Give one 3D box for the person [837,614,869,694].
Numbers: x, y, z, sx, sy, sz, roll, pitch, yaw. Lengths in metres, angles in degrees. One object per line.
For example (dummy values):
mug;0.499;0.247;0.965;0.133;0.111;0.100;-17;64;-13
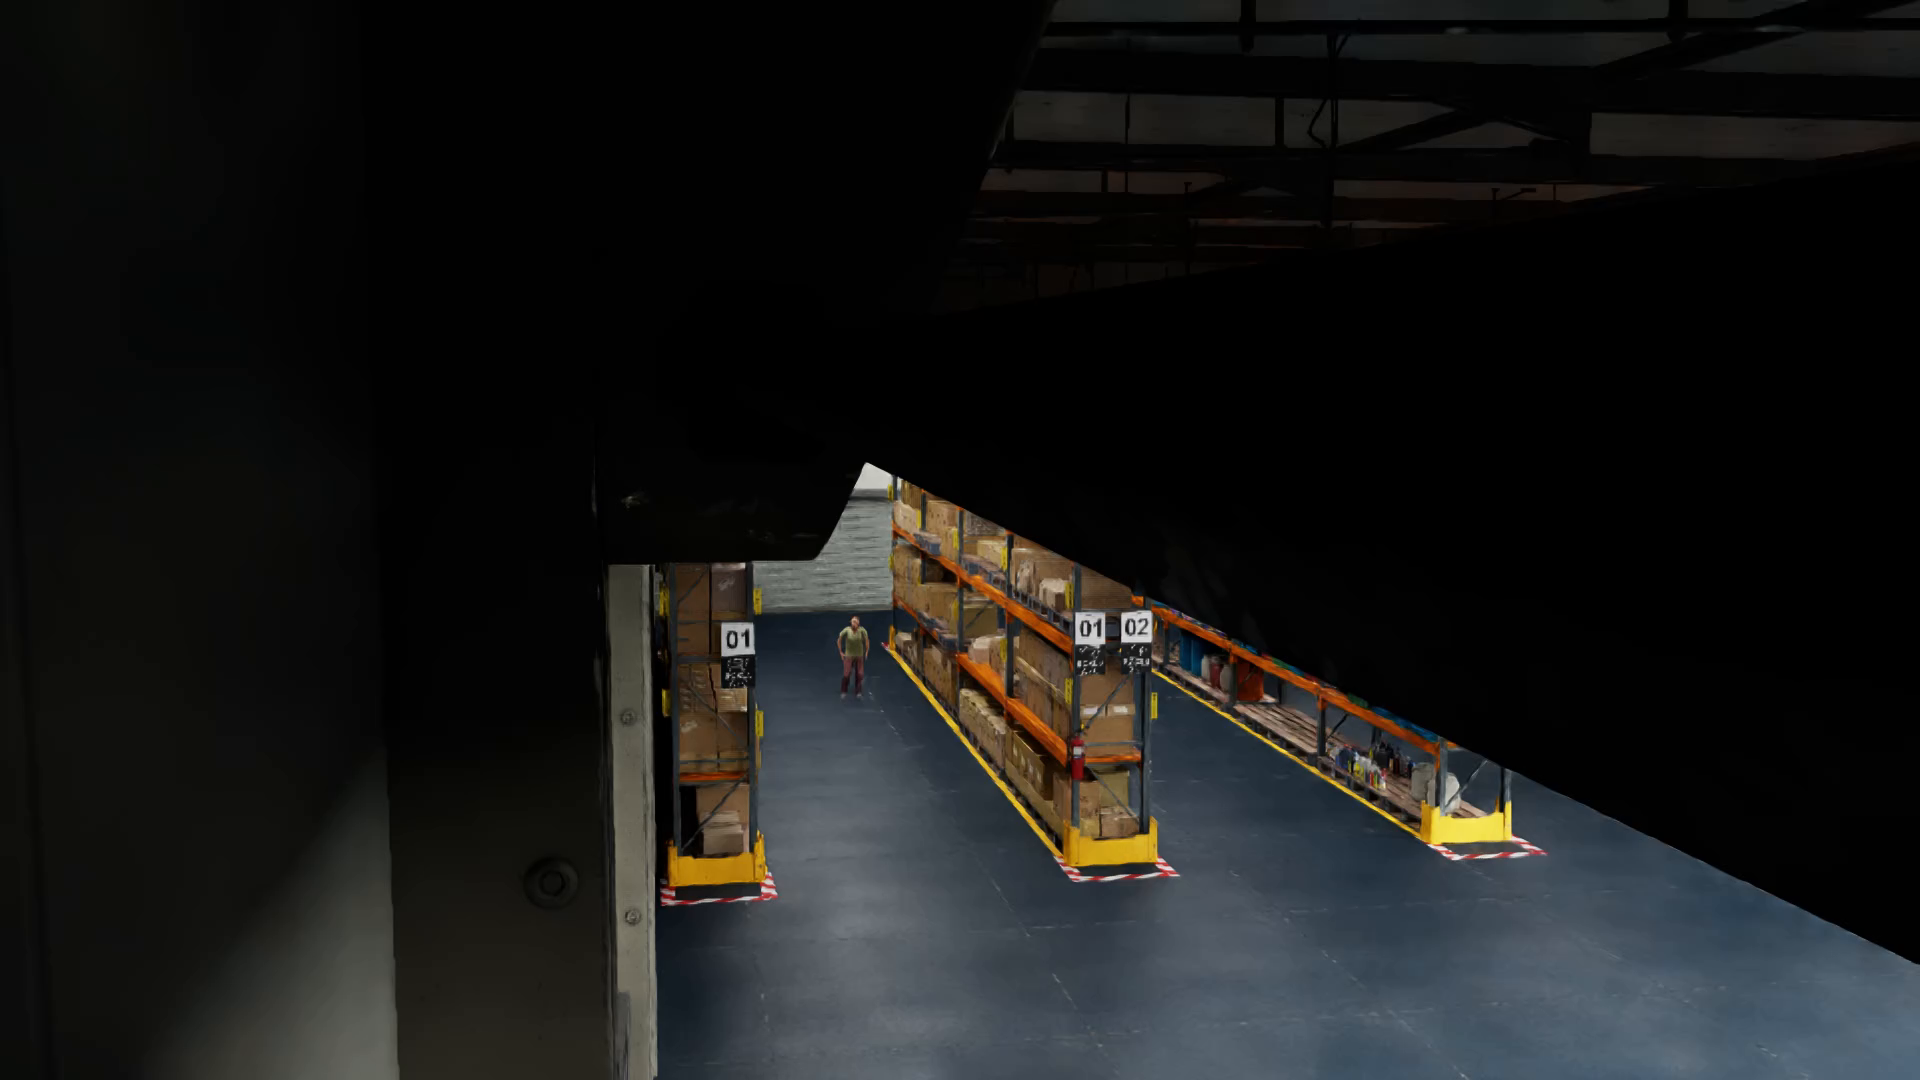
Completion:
person;-1.996;2.123;31.174;0.598;1.532;0.507;-1;6;-12
